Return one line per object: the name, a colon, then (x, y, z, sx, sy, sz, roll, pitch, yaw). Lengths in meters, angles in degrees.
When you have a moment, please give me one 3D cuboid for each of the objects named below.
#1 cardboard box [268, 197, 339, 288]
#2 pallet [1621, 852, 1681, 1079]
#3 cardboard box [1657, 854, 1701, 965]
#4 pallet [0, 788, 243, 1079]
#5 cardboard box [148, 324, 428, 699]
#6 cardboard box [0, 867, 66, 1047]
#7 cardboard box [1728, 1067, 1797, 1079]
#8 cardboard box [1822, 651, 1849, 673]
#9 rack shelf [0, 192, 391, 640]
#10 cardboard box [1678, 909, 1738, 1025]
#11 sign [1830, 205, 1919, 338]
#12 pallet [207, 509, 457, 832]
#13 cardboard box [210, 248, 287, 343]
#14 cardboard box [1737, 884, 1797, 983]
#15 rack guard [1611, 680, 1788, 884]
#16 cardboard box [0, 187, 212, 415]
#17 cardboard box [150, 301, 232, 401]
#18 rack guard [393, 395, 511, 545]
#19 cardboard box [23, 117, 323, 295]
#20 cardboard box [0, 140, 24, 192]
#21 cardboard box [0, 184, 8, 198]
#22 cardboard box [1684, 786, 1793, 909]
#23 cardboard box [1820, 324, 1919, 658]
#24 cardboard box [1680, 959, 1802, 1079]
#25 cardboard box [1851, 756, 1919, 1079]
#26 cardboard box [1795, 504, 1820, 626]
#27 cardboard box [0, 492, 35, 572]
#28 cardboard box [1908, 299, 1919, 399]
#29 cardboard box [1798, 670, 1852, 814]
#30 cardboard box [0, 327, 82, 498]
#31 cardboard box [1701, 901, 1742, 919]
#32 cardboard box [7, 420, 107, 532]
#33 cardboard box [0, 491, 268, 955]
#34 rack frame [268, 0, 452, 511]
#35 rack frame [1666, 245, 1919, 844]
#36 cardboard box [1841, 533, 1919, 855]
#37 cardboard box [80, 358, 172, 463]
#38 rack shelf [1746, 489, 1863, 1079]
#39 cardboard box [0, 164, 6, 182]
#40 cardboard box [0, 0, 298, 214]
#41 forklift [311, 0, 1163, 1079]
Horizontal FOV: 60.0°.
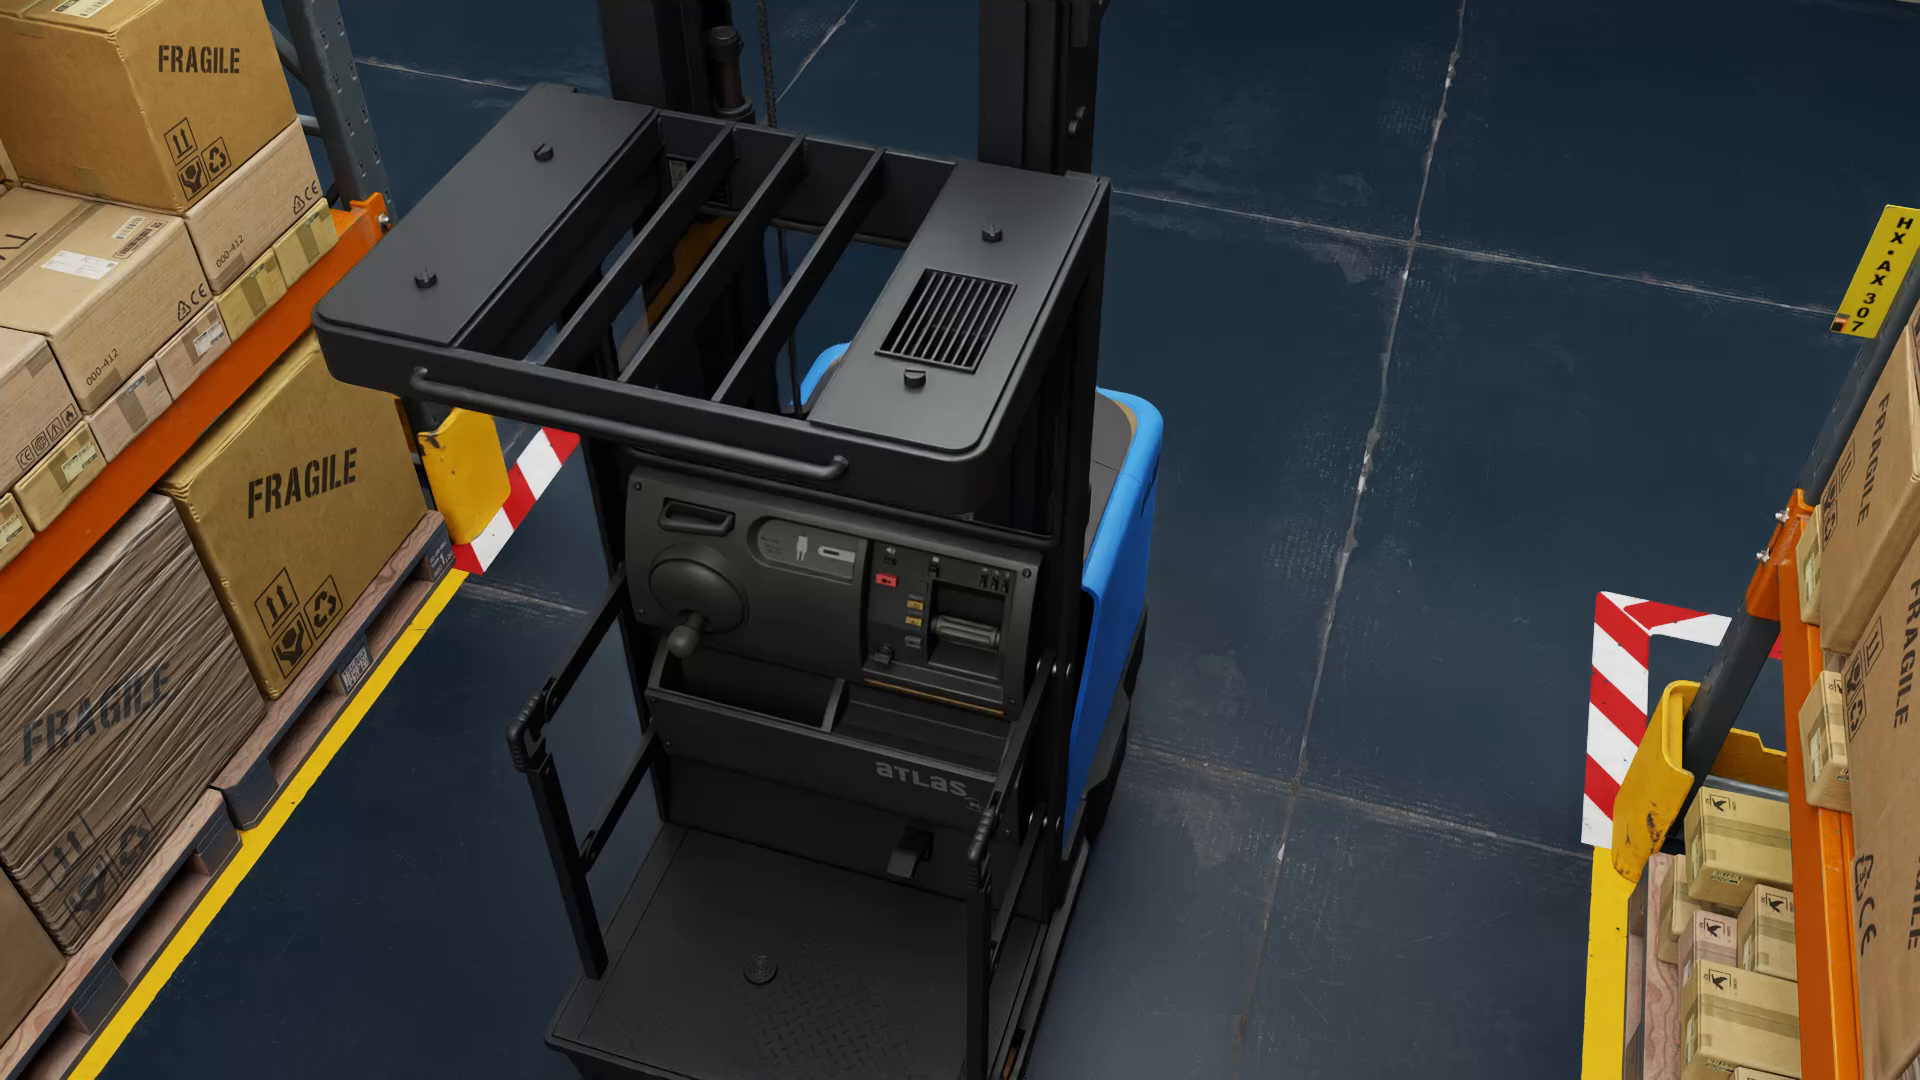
cardboard box: (-1.993, -0.869, 4.673, 0.380, 0.149, 0.250, 13, 46, 13)
pallet: (2.195, 1.434, 4.134, 1.003, 0.211, 1.213, 13, 46, 13)
cardboard box: (2.034, 1.003, 4.319, 0.380, 0.149, 0.250, 13, 46, 13)
pallet: (-2.738, 1.091, 4.484, 1.003, 0.211, 1.213, 13, 46, 12)
cardboard box: (-2.317, -0.213, 5.042, 0.875, 0.875, 0.875, 13, 46, 13)
cardboard box: (-2.862, 0.987, 3.815, 0.875, 0.875, 0.875, 13, 46, 13)
cardboard box: (1.851, 1.319, 3.570, 0.380, 0.149, 0.250, 10, 45, 11)
cardboard box: (2.049, 0.267, 3.512, 0.380, 0.149, 0.250, 14, 46, 14)
rack shelf: (-2.805, 0.325, 3.788, 1.077, 0.370, 4.000, 13, 46, 13)
cardboard box: (1.957, 1.080, 4.027, 0.380, 0.149, 0.250, 12, 46, 12)
sign: (1.980, -0.572, 3.571, 0.100, 0.325, 0.005, 13, 46, 13)
pallet: (-2.367, 0.281, 5.312, 1.003, 0.211, 1.213, 13, 46, 13)
cardboard box: (-2.070, -0.695, 4.495, 0.380, 0.149, 0.250, 13, 46, 13)
cardboard box: (2.046, 0.995, 3.901, 0.380, 0.149, 0.250, 13, 46, 13)
rack guard: (2.474, 0.796, 4.579, 1.175, 0.500, 0.348, 13, 46, 13)
cardboard box: (-2.247, -0.601, 4.114, 0.500, 0.250, 0.500, 12, 46, 12)
cardboard box: (-2.148, -0.527, 4.324, 0.380, 0.149, 0.250, 13, 46, 13)
rack guard: (-2.192, -0.388, 5.789, 1.175, 0.500, 0.348, 13, 46, 13)
cardboard box: (-2.093, -0.939, 4.459, 0.500, 0.250, 0.500, 12, 46, 12)
cardboard box: (-2.602, -1.055, 4.578, 0.500, 0.250, 0.500, 11, 46, 11)
cardboard box: (-2.753, -0.708, 4.223, 0.500, 0.250, 0.500, 12, 46, 12)
cardboard box: (2.015, 0.786, 4.115, 0.380, 0.149, 0.250, 11, 45, 11)
cardboard box: (2.098, -0.049, 3.371, 0.500, 0.500, 0.500, 15, 46, 14)
cardboard box: (1.848, 1.136, 3.757, 0.380, 0.149, 0.250, 12, 46, 12)
cardboard box: (1.800, 0.637, 2.670, 0.500, 0.500, 0.500, 13, 46, 13)
cardboard box: (2.087, 0.089, 3.694, 0.380, 0.149, 0.250, 12, 46, 12)
cardboard box: (-2.379, -0.015, 3.800, 0.380, 0.149, 0.250, 13, 46, 13)
cardboard box: (2.108, -0.404, 3.019, 0.500, 0.500, 0.500, 12, 46, 12)
cardboard box: (1.917, 0.435, 3.340, 0.380, 0.149, 0.250, 11, 46, 11)
cardboard box: (-2.401, -0.262, 3.767, 0.500, 0.250, 0.500, 11, 45, 11)
cardboard box: (2.094, 0.910, 4.201, 0.380, 0.149, 0.250, 14, 46, 14)
cardboard box: (-2.301, -0.188, 3.977, 0.380, 0.149, 0.250, 12, 46, 12)
cardboard box: (-2.592, 0.394, 4.422, 0.875, 0.875, 0.875, 13, 46, 13)
rack frame: (-2.199, -1.266, 4.899, 1.000, 3.000, 0.127, 13, 46, 13)
rack frame: (2.497, -0.148, 3.756, 1.000, 3.000, 0.127, 13, 46, 13)
cardboard box: (1.960, 0.313, 3.001, 0.500, 0.500, 0.500, 13, 46, 13)
cardboard box: (-2.224, -0.361, 4.154, 0.380, 0.149, 0.250, 13, 46, 13)
rack shelf: (1.892, 1.443, 2.645, 1.077, 0.370, 4.000, 13, 46, 13)
cardboard box: (-2.753, -0.990, 3.976, 0.500, 0.500, 0.500, 12, 46, 12)
cardboard box: (-2.096, -1.206, 4.196, 0.500, 0.500, 0.500, 13, 46, 13)
forklift: (-0.352, 0.209, 3.441, 1.130, 2.935, 3.031, 13, 46, 12)
